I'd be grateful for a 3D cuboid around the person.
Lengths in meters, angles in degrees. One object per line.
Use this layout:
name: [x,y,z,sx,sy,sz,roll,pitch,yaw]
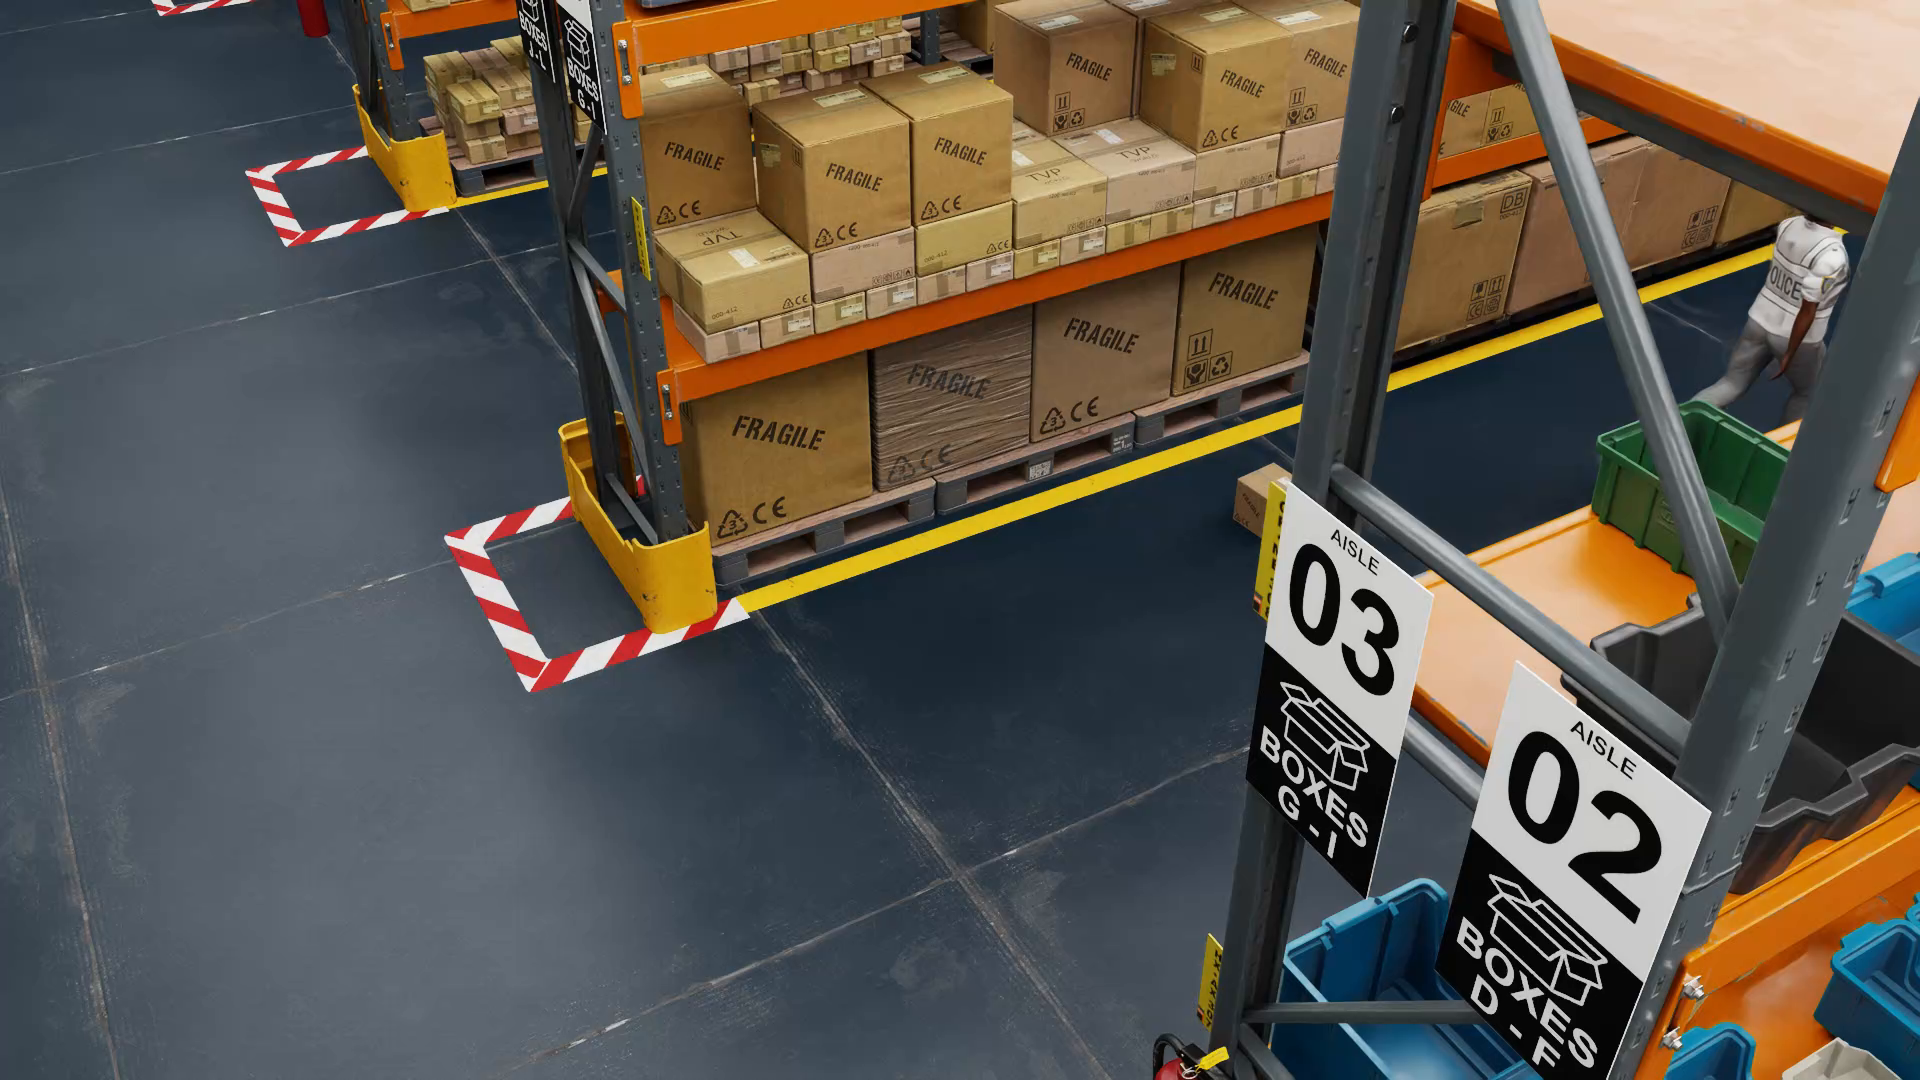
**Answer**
person: [4.095,-1.071,8.326,0.978,1.633,0.456,-11,38,-14]
